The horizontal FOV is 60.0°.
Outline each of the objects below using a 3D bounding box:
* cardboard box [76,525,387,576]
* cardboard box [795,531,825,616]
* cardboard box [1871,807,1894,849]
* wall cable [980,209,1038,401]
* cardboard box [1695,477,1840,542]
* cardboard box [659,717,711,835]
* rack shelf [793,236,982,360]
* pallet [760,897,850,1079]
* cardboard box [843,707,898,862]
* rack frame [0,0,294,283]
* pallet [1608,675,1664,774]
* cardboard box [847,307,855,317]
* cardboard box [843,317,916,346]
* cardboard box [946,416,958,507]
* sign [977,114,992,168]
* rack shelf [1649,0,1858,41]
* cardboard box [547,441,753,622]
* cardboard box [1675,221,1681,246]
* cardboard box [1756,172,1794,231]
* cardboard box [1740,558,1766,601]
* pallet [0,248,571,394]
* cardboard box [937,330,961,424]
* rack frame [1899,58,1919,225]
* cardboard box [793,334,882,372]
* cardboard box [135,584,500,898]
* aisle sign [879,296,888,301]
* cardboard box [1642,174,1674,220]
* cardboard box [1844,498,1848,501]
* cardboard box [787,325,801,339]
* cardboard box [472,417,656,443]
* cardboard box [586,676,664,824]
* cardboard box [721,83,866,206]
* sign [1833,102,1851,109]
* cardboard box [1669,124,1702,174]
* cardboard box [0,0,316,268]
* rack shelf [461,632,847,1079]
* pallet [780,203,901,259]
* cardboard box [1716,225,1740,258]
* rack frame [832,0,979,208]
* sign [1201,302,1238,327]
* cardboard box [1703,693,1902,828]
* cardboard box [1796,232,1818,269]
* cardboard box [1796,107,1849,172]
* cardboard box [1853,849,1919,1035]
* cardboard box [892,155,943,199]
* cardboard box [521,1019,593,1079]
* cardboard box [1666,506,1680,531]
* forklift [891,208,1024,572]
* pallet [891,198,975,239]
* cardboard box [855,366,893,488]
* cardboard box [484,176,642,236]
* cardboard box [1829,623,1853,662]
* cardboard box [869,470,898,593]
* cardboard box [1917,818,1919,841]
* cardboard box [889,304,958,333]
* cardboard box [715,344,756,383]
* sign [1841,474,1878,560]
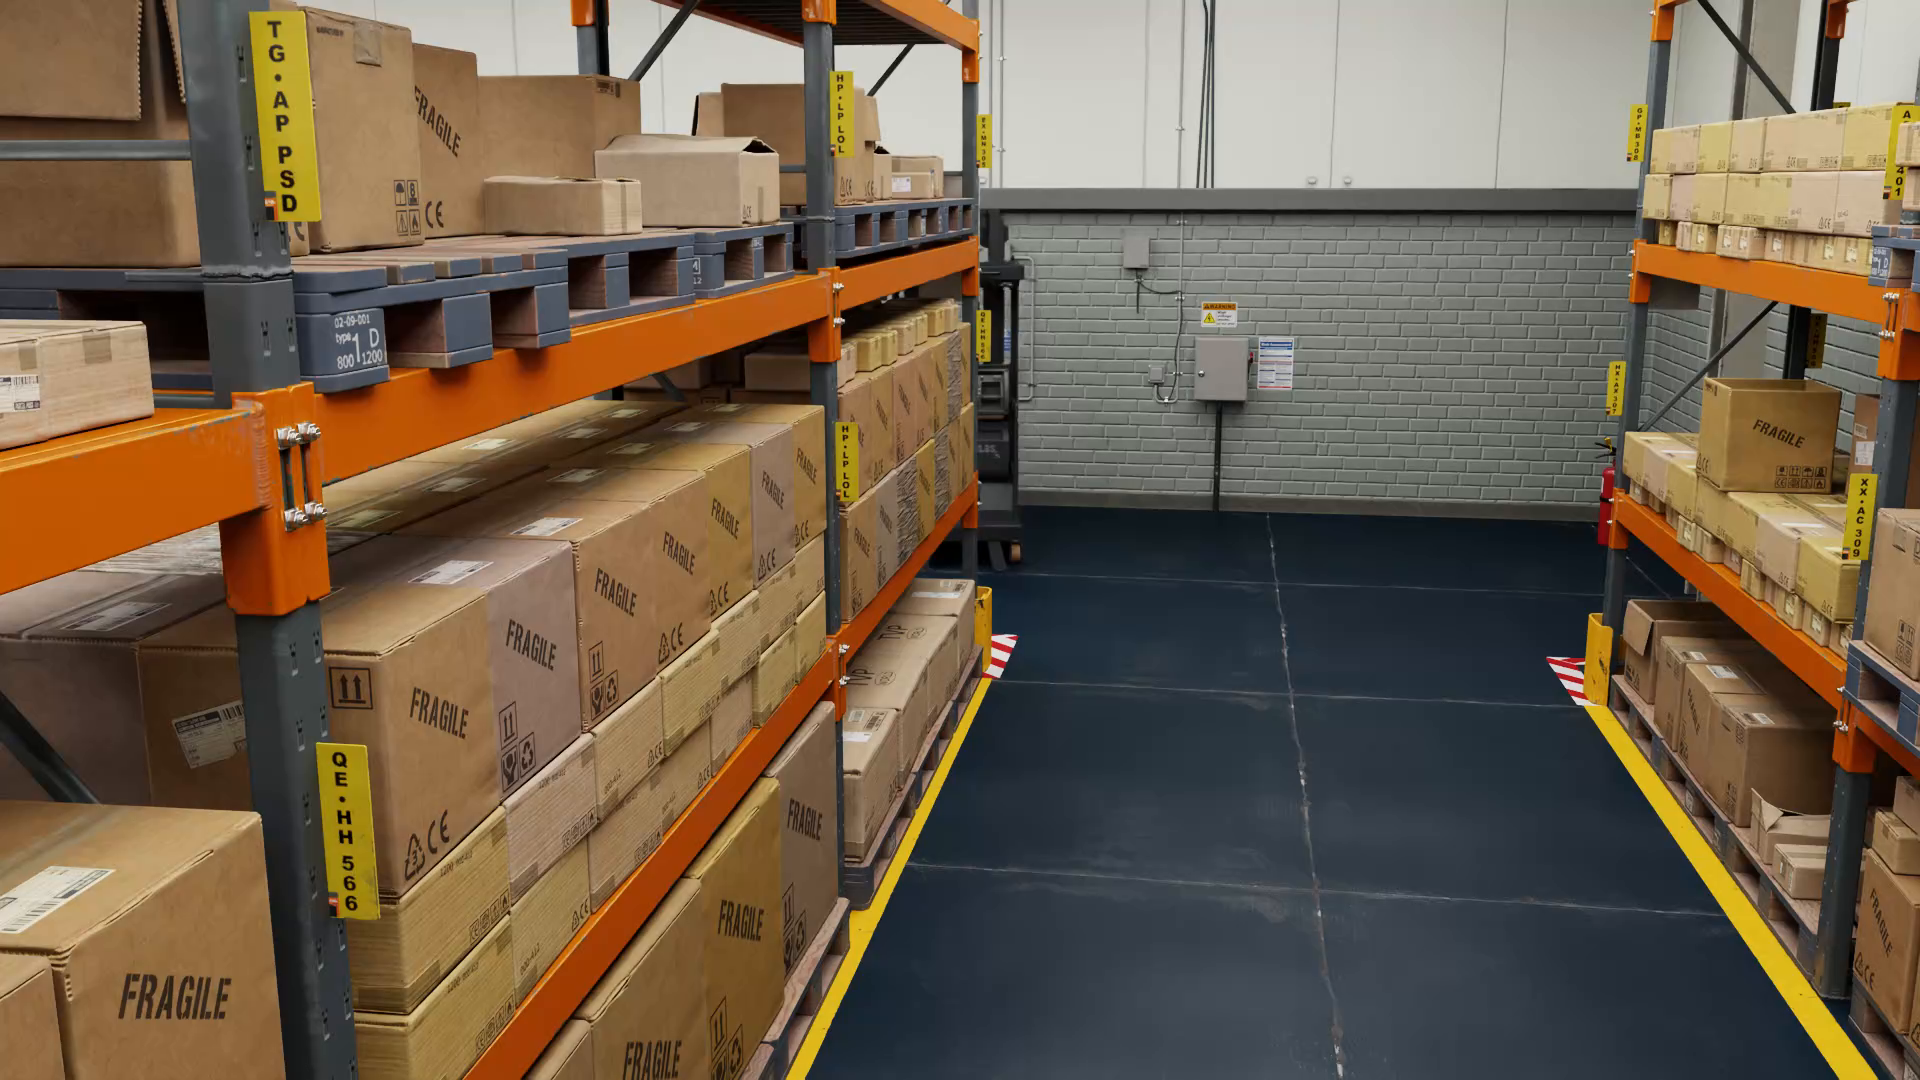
[{"bbox_3d":[-1.726,0.265,4.032,0.500,0.500,0.500,2,12,10],"label":"cardboard box"},{"bbox_3d":[-0.830,0.122,6.476,0.500,0.250,0.500,2,12,9],"label":"cardboard box"},{"bbox_3d":[4.238,1.333,7.075,0.500,0.311,0.500,2,12,11],"label":"cardboard box"},{"bbox_3d":[0.457,-2.326,16.179,0.585,1.953,0.123,2,12,9],"label":"wall cable"},{"bbox_3d":[3.973,-0.148,8.209,0.500,0.250,0.500,2,12,7],"label":"cardboard box"},{"bbox_3d":[-1.073,0.686,5.044,0.500,0.250,0.500,2,12,9],"label":"cardboard box"},{"bbox_3d":[-0.695,-1.338,8.667,1.077,0.370,4.000,2,12,9],"label":"rack shelf"},{"bbox_3d":[-1.046,1.720,6.513,1.003,0.211,1.213,2,12,9],"label":"pallet"},{"bbox_3d":[-0.800,1.113,7.792,0.875,0.438,0.875,2,12,8],"label":"cardboard box"},{"bbox_3d":[-1.617,-1.907,2.480,1.000,3.000,0.127,2,12,9],"label":"rack frame"},{"bbox_3d":[4.385,1.066,9.547,1.003,0.211,1.213,2,12,9],"label":"pallet"},{"bbox_3d":[-0.838,-1.322,9.856,0.380,0.149,0.250,2,12,10],"label":"cardboard box"},{"bbox_3d":[-0.445,-1.091,8.787,0.380,0.149,0.250,2,12,10],"label":"cardboard box"},{"bbox_3d":[-0.292,-0.475,9.841,0.500,0.500,0.500,2,12,7],"label":"cardboard box"},{"bbox_3d":[0.147,-2.479,10.344,0.100,0.325,0.005,2,12,9],"label":"sign"},{"bbox_3d":[4.211,-2.642,7.609,1.077,0.370,4.000,2,12,9],"label":"rack shelf"},{"bbox_3d":[-0.992,-0.030,5.403,0.500,0.500,0.500,2,12,10],"label":"cardboard box"},{"bbox_3d":[4.225,-1.708,9.277,0.380,0.149,0.250,2,12,10],"label":"cardboard box"},{"bbox_3d":[3.890,-1.508,7.402,0.500,0.250,0.500,2,12,10],"label":"cardboard box"},{"bbox_3d":[3.816,0.184,7.615,0.380,0.149,0.250,2,12,8],"label":"cardboard box"},{"bbox_3d":[-1.571,-0.484,3.446,1.213,0.211,1.003,2,12,11],"label":"pallet"},{"bbox_3d":[-0.277,-0.959,9.713,0.500,0.500,0.500,2,12,9],"label":"cardboard box"},{"bbox_3d":[3.903,-2.579,5.601,1.000,3.000,0.127,2,12,9],"label":"rack frame"},{"bbox_3d":[-0.577,-0.877,7.792,0.380,0.149,0.250,2,12,8],"label":"cardboard box"},{"bbox_3d":[-1.300,0.394,3.436,0.500,0.500,0.500,1,12,7],"label":"cardboard box"},{"bbox_3d":[-0.662,-1.934,10.679,0.394,0.787,0.004,2,12,9],"label":"aisle sign"},{"bbox_3d":[4.180,-1.934,9.378,0.500,0.250,0.500,2,12,8],"label":"cardboard box"},{"bbox_3d":[4.398,-0.025,7.639,0.500,0.250,0.500,2,12,10],"label":"cardboard box"},{"bbox_3d":[-1.010,-1.000,8.362,0.380,0.149,0.250,2,12,7],"label":"cardboard box"},{"bbox_3d":[-1.405,-0.155,5.983,0.500,0.500,0.500,2,12,8],"label":"cardboard box"},{"bbox_3d":[-1.126,0.547,4.506,0.500,0.250,0.500,2,12,8],"label":"cardboard box"},{"bbox_3d":[-0.704,-1.692,7.131,0.500,0.500,0.500,2,12,10],"label":"cardboard box"},{"bbox_3d":[5.064,-2.356,9.585,0.100,0.325,0.005,2,12,9],"label":"sign"},{"bbox_3d":[4.105,-2.072,8.833,0.500,0.250,0.500,2,12,8],"label":"cardboard box"},{"bbox_3d":[-1.708,-0.779,3.128,0.797,0.503,0.637,1,12,5],"label":"cardboard box"},{"bbox_3d":[-1.310,0.961,5.120,1.077,0.370,4.000,2,12,9],"label":"rack shelf"},{"bbox_3d":[-0.866,-1.399,7.458,1.003,0.211,1.213,2,12,9],"label":"pallet"},{"bbox_3d":[3.908,-1.448,8.068,0.380,0.149,0.250,2,12,9],"label":"cardboard box"},{"bbox_3d":[-0.387,-3.572,10.207,1.000,3.000,0.127,2,12,9],"label":"rack frame"},{"bbox_3d":[2.488,-2.164,15.954,0.339,0.242,0.001,2,12,9],"label":"sign"},{"bbox_3d":[4.001,1.055,7.917,0.700,0.500,0.500,1,12,7],"label":"cardboard box"},{"bbox_3d":[3.799,-1.232,7.066,0.380,0.149,0.250,2,12,8],"label":"cardboard box"},{"bbox_3d":[3.812,-1.648,6.864,0.500,0.250,0.500,2,12,8],"label":"cardboard box"},{"bbox_3d":[3.606,1.464,6.019,0.500,0.500,0.500,2,12,11],"label":"cardboard box"},{"bbox_3d":[-0.367,-2.190,10.036,0.500,0.250,0.500,1,12,3],"label":"cardboard box"},{"bbox_3d":[-1.429,1.718,3.946,0.875,0.875,0.875,2,12,8],"label":"cardboard box"},{"bbox_3d":[4.098,-0.136,9.100,0.380,0.149,0.250,2,12,10],"label":"cardboard box"},{"bbox_3d":[-0.035,-1.295,14.046,1.130,2.935,3.031,0,12,-2],"label":"forklift"},{"bbox_3d":[-0.491,-1.907,9.815,1.003,0.211,1.213,2,12,9],"label":"pallet"},{"bbox_3d":[-0.606,-0.540,7.770,0.500,0.500,0.500,2,12,8],"label":"cardboard box"},{"bbox_3d":[-1.145,-0.965,4.791,0.380,0.166,0.250,3,13,13],"label":"cardboard box"},{"bbox_3d":[3.703,0.402,6.606,0.380,0.149,0.250,2,12,9],"label":"cardboard box"},{"bbox_3d":[-0.590,-0.049,7.865,0.500,0.500,0.500,2,12,9],"label":"cardboard box"},{"bbox_3d":[3.592,1.029,5.788,0.380,0.149,0.250,1,12,6],"label":"cardboard box"},{"bbox_3d":[-0.216,-1.303,9.768,0.380,0.149,0.250,2,12,8],"label":"cardboard box"},{"bbox_3d":[-1.121,-0.787,7.375,0.380,0.149,0.250,2,12,10],"label":"cardboard box"},{"bbox_3d":[3.366,-0.086,6.216,0.100,0.325,0.005,2,12,9],"label":"sign"}]
